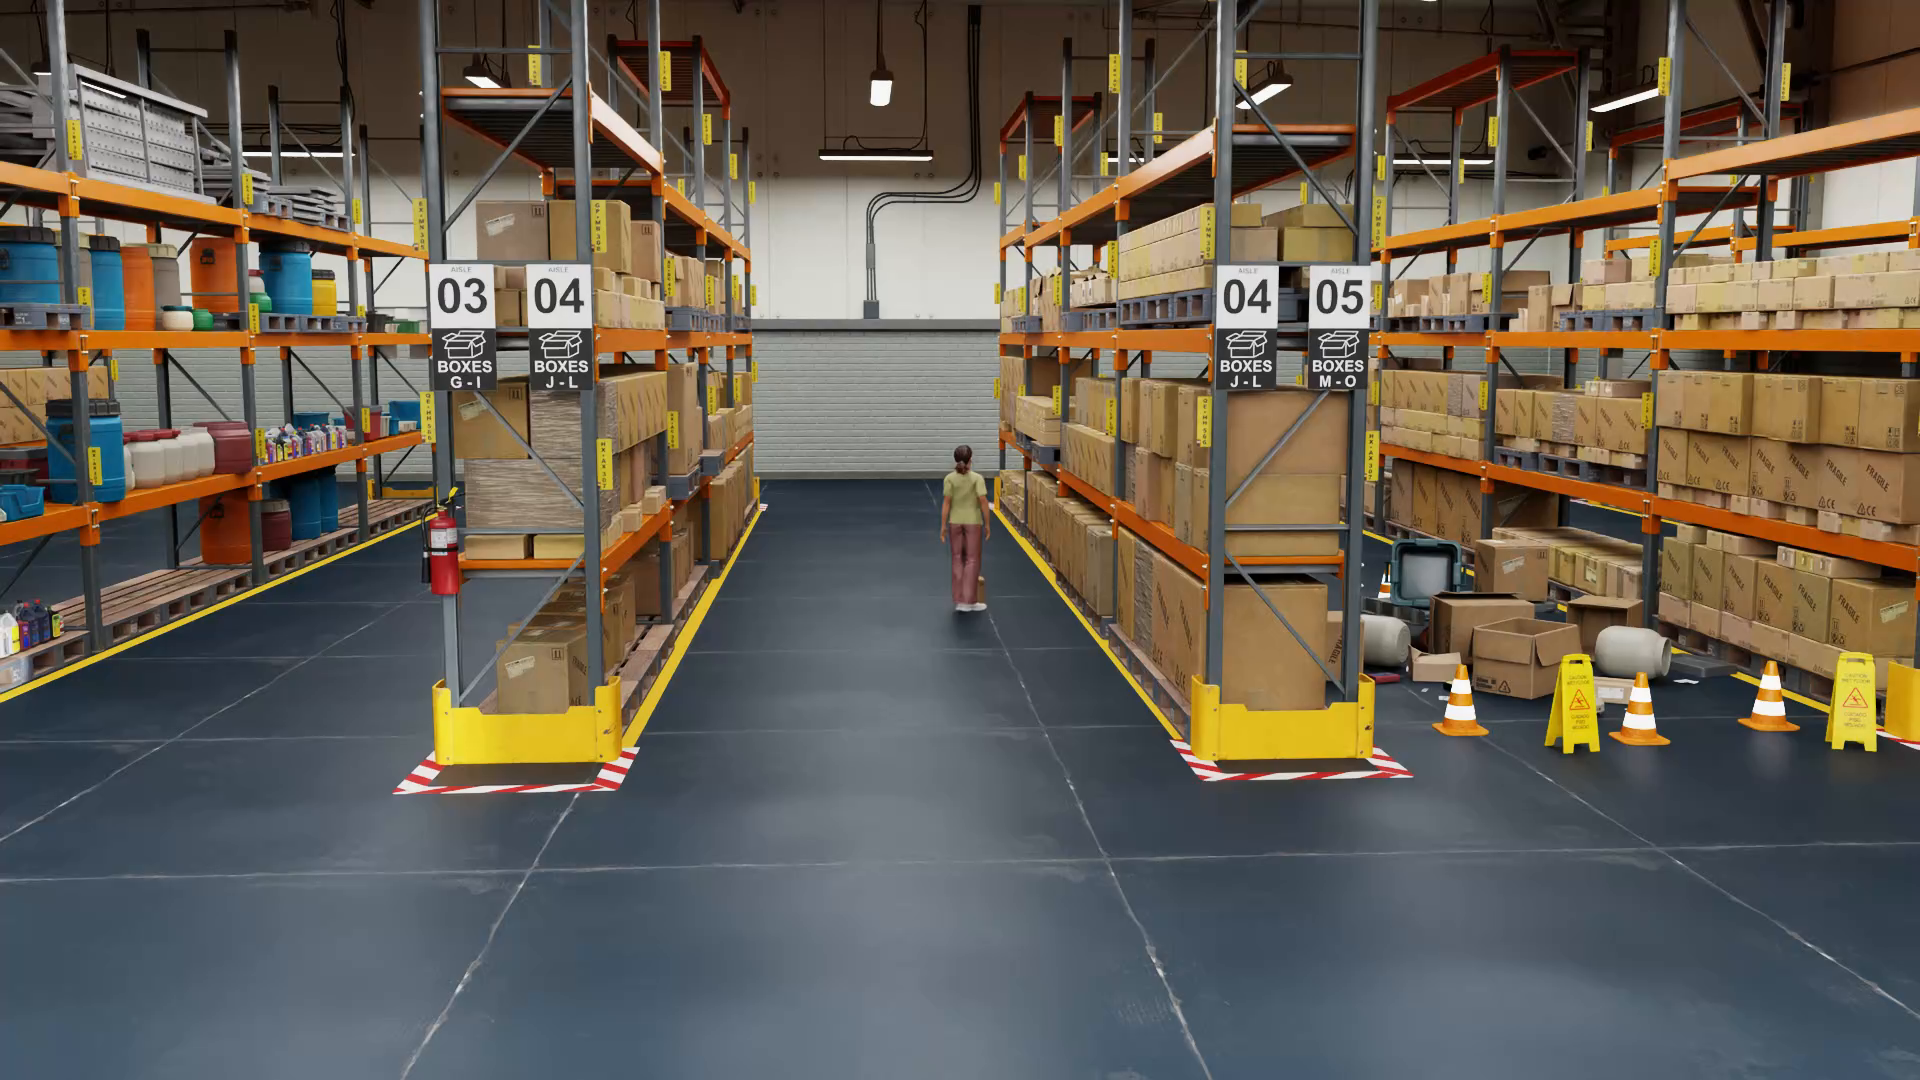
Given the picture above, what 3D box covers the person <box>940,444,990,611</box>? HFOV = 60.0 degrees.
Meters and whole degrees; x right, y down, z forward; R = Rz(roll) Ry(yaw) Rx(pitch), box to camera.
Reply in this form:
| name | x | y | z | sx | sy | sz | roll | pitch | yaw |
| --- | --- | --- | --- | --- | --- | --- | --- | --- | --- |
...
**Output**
| name | x | y | z | sx | sy | sz | roll | pitch | yaw |
| --- | --- | --- | --- | --- | --- | --- | --- | --- | --- |
| person | 0.057 | -0.125 | 16.666 | 0.489 | 1.667 | 0.406 | 1 | 7 | 12 |
